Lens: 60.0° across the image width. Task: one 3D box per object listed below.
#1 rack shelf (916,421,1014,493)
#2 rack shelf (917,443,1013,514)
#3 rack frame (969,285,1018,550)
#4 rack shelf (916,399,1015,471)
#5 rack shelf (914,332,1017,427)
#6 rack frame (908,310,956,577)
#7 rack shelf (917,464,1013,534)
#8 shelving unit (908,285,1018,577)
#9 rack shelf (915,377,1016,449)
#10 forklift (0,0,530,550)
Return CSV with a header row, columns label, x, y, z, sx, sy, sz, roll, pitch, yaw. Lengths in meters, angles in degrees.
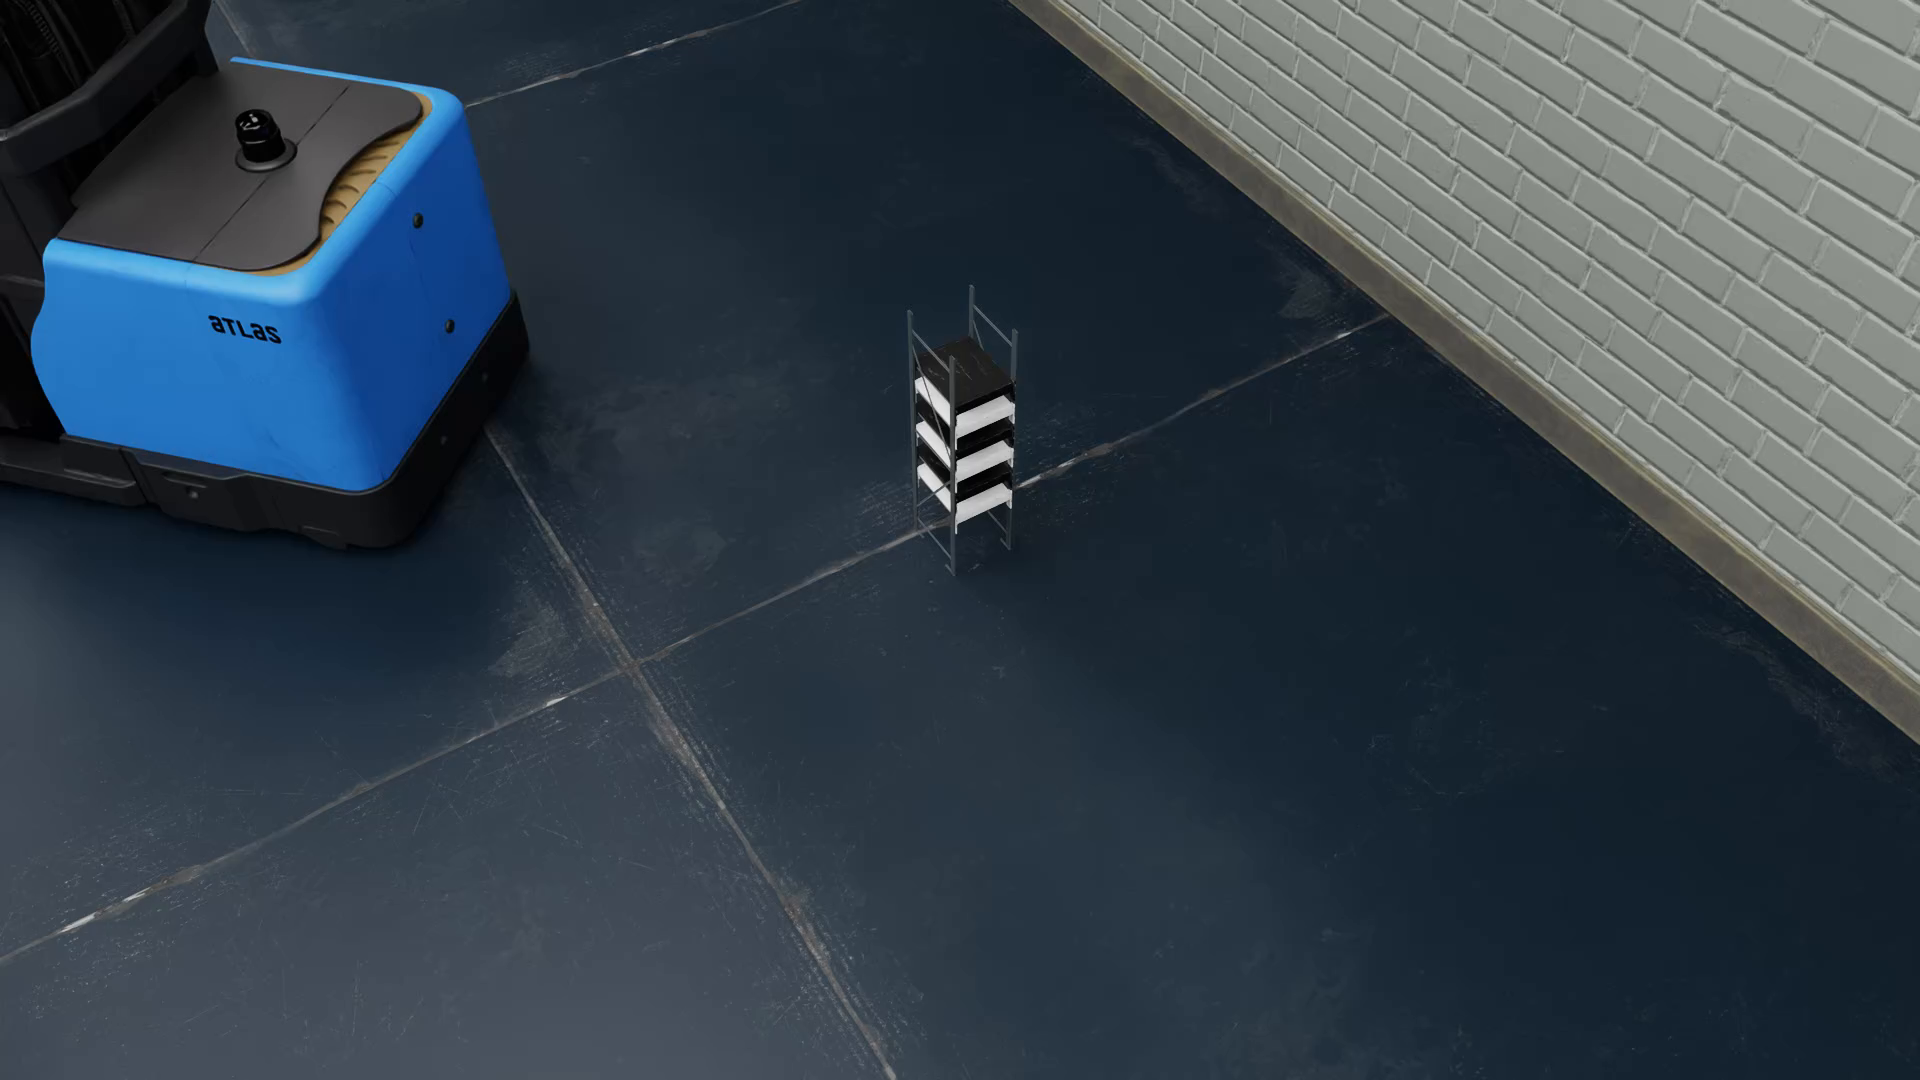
label,x,y,z,sx,sy,sz,roll,pitch,yaw
rack shelf,0.007,-0.280,4.942,0.200,0.077,0.258,-25,53,-21
rack shelf,0.007,-0.220,5.009,0.200,0.077,0.258,-25,53,-21
rack frame,0.093,-0.343,4.953,0.006,0.900,0.240,-25,53,-21
rack shelf,0.007,-0.340,4.874,0.200,0.077,0.258,-25,53,-21
rack shelf,0.007,-0.460,4.740,0.200,0.077,0.258,-25,53,-21
rack frame,-0.079,-0.262,4.881,0.006,0.900,0.240,-25,53,-21
rack shelf,0.007,-0.161,5.076,0.200,0.077,0.258,-25,53,-21
shelving unit,0.007,-0.302,4.917,0.210,0.900,0.258,-25,53,-21
rack shelf,0.007,-0.400,4.807,0.200,0.077,0.258,-25,53,-21
forklift,-3.061,-1.548,4.666,3.031,2.935,1.130,11,49,10
